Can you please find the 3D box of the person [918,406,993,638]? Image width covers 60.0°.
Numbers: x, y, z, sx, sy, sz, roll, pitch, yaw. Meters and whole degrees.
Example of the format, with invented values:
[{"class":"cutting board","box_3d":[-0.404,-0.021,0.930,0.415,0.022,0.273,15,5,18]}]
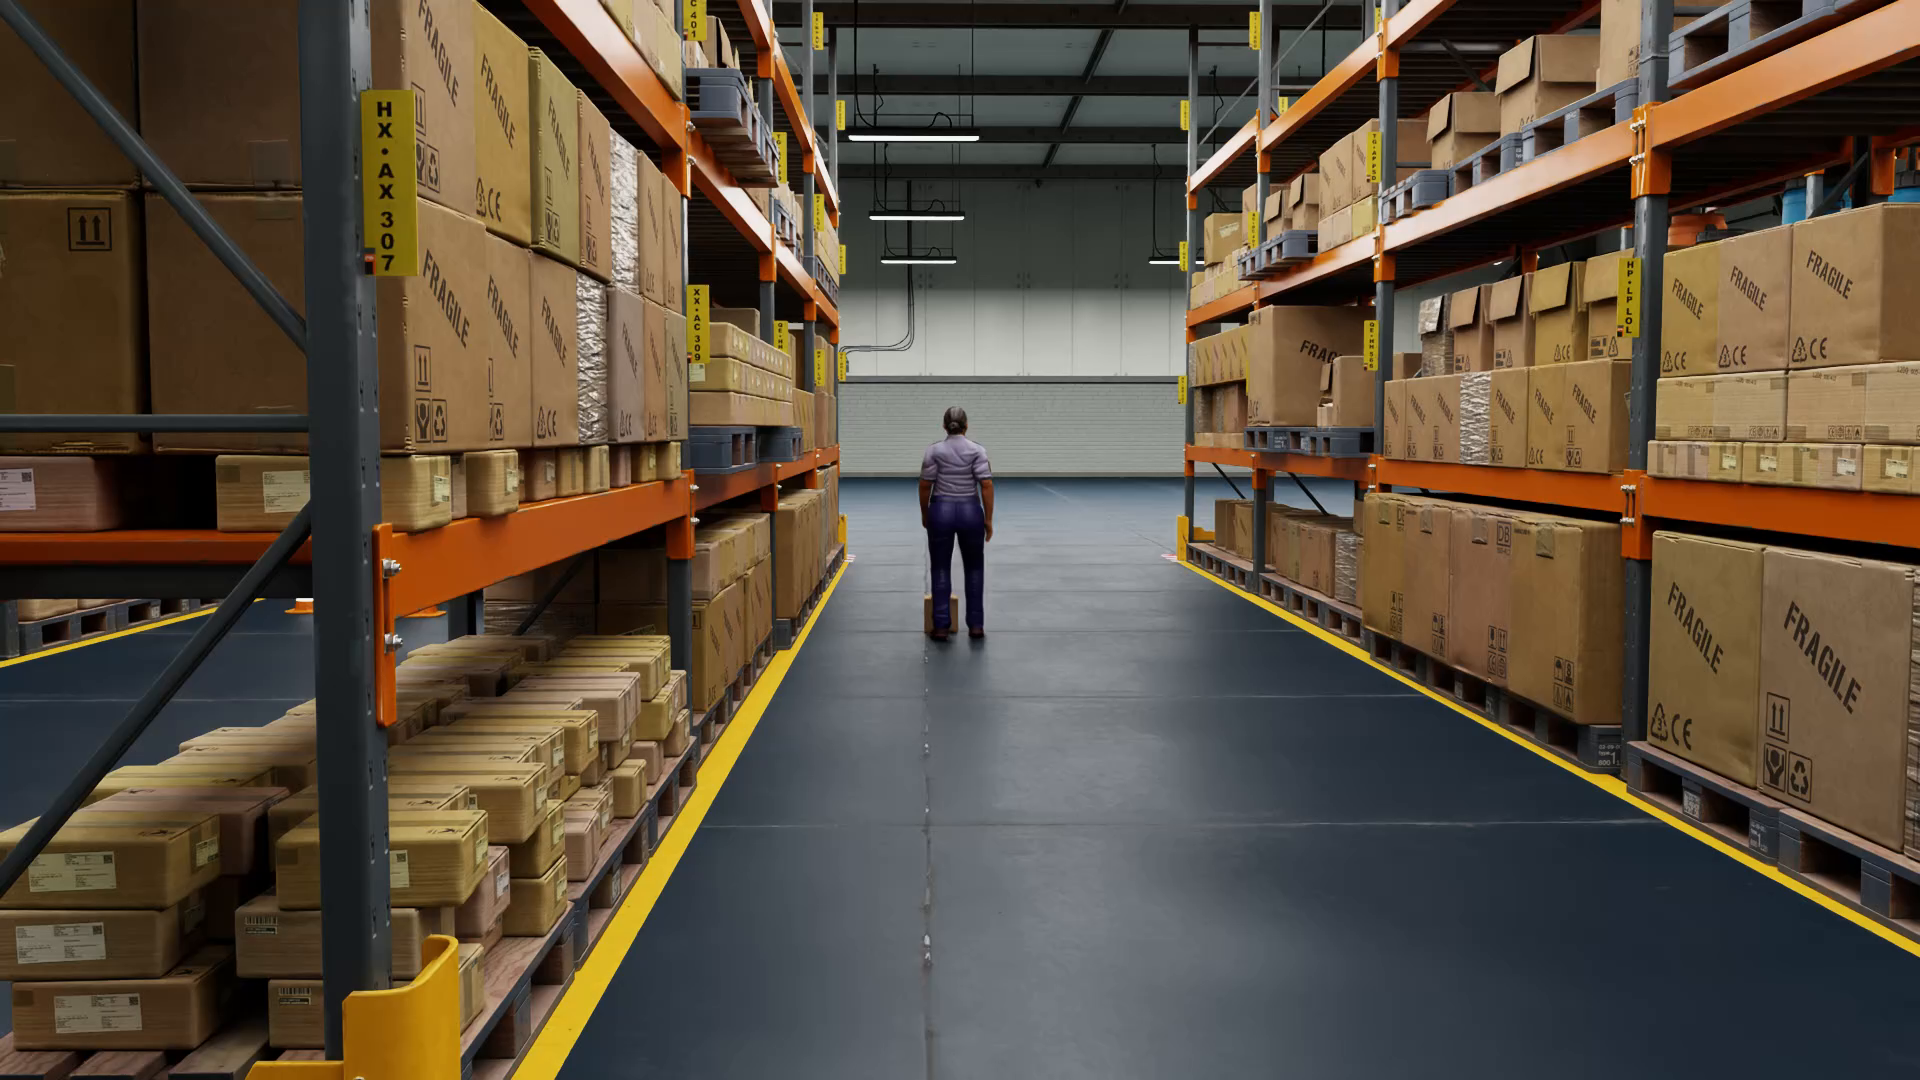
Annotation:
[{"class":"person","box_3d":[-0.035,-0.117,11.873,0.528,1.671,0.485,0,4,-3]}]
